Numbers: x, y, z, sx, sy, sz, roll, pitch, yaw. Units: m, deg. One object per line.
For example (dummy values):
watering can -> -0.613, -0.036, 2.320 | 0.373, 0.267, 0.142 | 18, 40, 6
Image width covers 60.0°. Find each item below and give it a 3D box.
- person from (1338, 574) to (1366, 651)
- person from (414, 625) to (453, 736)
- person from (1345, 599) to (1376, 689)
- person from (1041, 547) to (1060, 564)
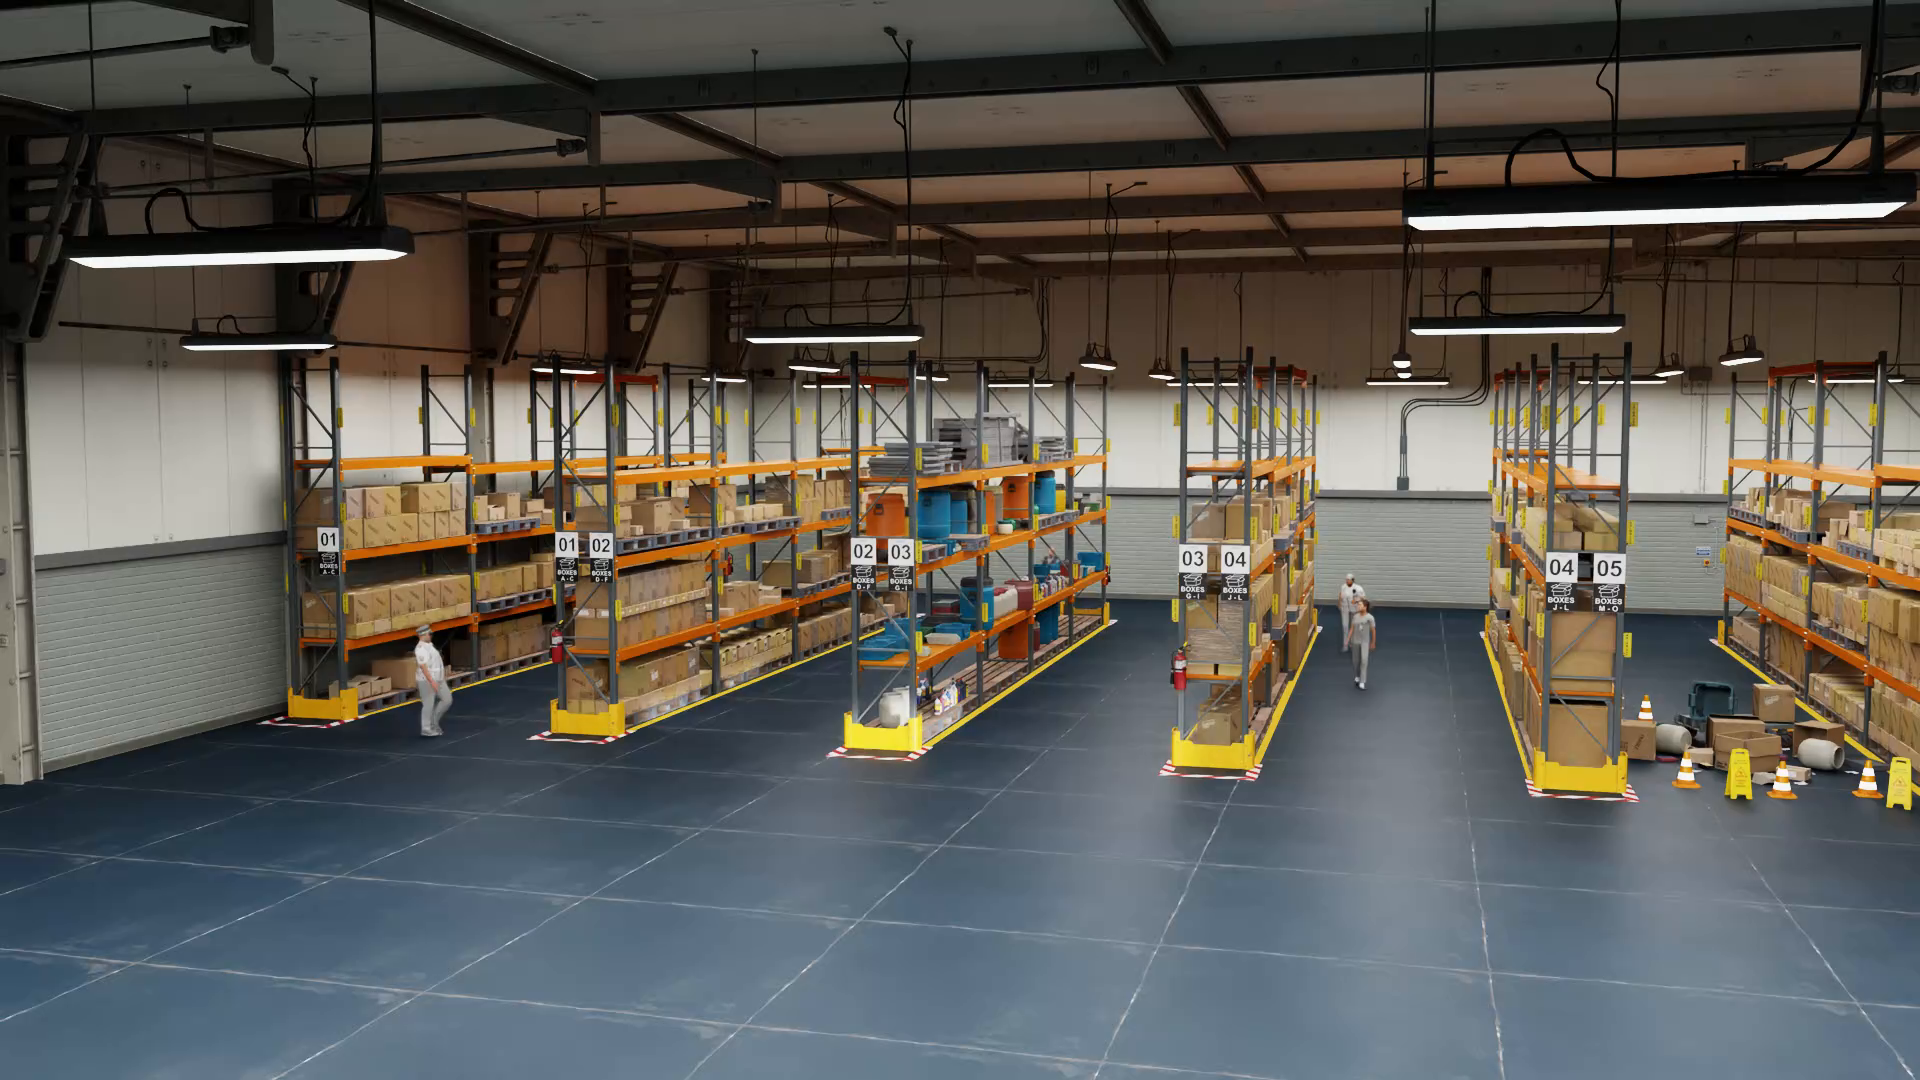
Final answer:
person -> 8.421, 1.532, 35.735 | 0.587, 1.620, 1.028 | 1, 4, 15
person -> -8.287, 2.203, 26.009 | 0.514, 1.775, 0.556 | 2, 5, 25
person -> 7.458, 1.914, 30.954 | 0.545, 1.621, 1.001 | 1, 4, 19
person -> 2.325, 1.026, 42.627 | 0.539, 1.717, 0.614 | 2, 5, 29
